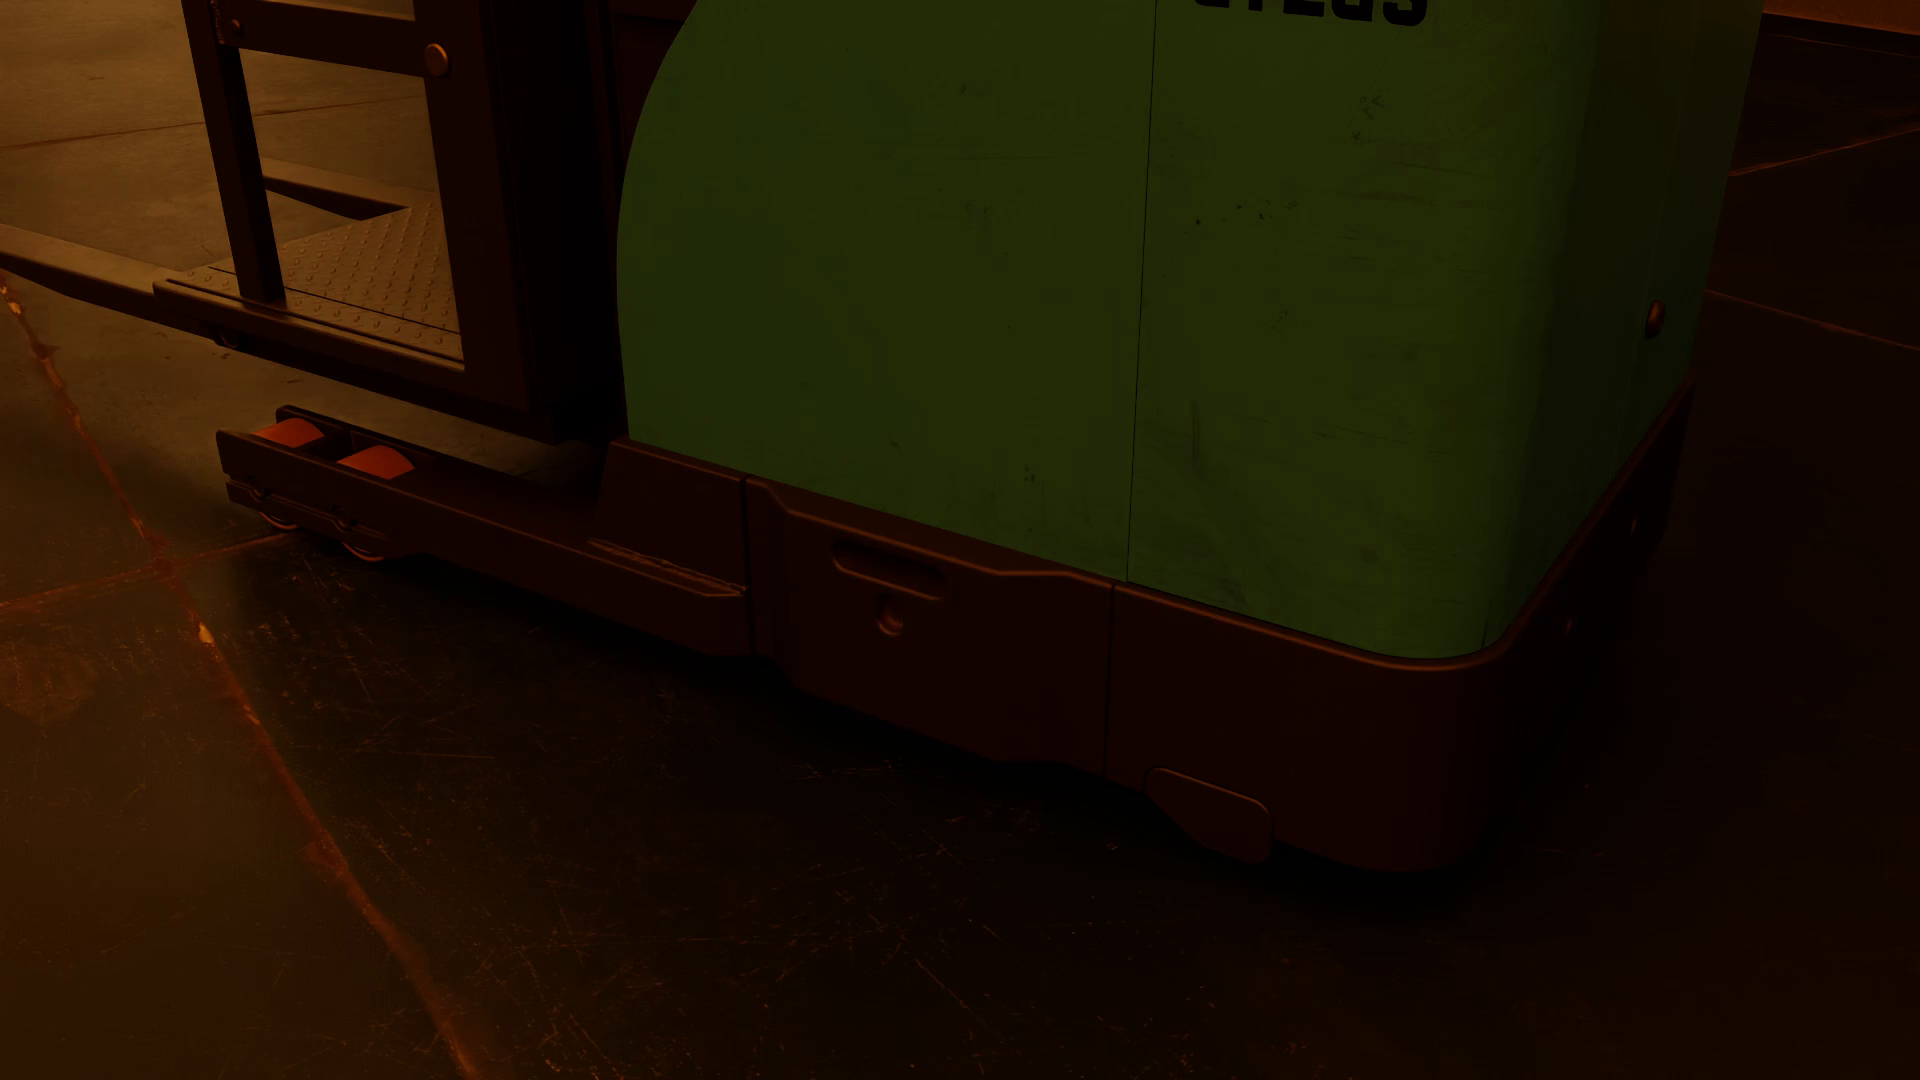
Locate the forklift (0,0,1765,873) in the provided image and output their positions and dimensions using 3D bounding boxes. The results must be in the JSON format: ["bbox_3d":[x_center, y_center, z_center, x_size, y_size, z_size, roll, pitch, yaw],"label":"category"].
[{"bbox_3d":[-0.511,-1.459,2.139,3.031,2.935,1.130,16,31,29],"label":"forklift"}]
